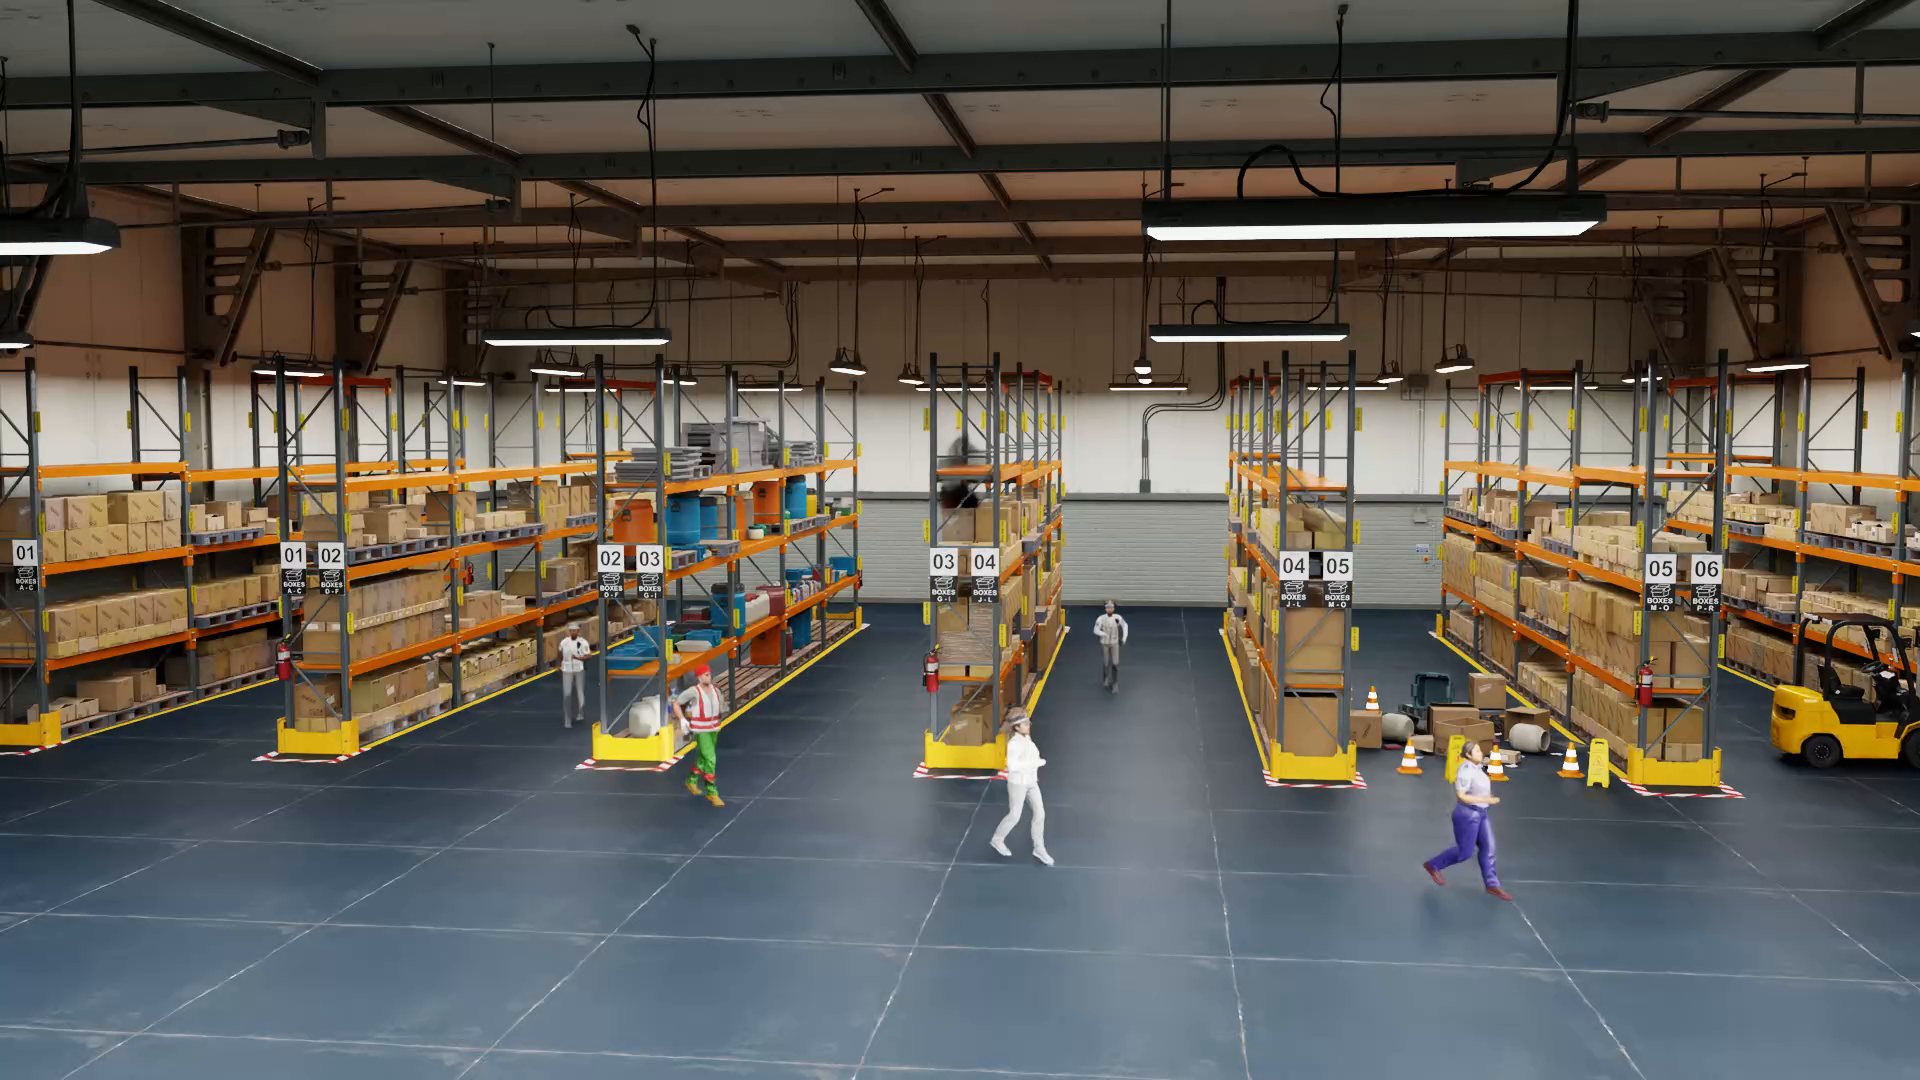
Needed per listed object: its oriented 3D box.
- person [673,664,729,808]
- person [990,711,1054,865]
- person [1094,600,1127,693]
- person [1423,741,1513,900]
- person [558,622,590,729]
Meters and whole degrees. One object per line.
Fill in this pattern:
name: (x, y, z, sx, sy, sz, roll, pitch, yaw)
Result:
person: (-3.369, 2.545, 21.875, 0.855, 1.832, 0.654, 3, 5, 35)
person: (0.705, 2.801, 18.928, 0.784, 1.730, 0.600, 3, 5, 35)
person: (2.804, 1.988, 30.965, 0.632, 1.764, 0.722, 0, 4, 3)
person: (5.375, 2.933, 17.547, 0.921, 1.648, 0.609, 3, 5, 36)
person: (-6.378, 2.220, 27.477, 0.547, 1.744, 0.777, -1, 4, -9)
